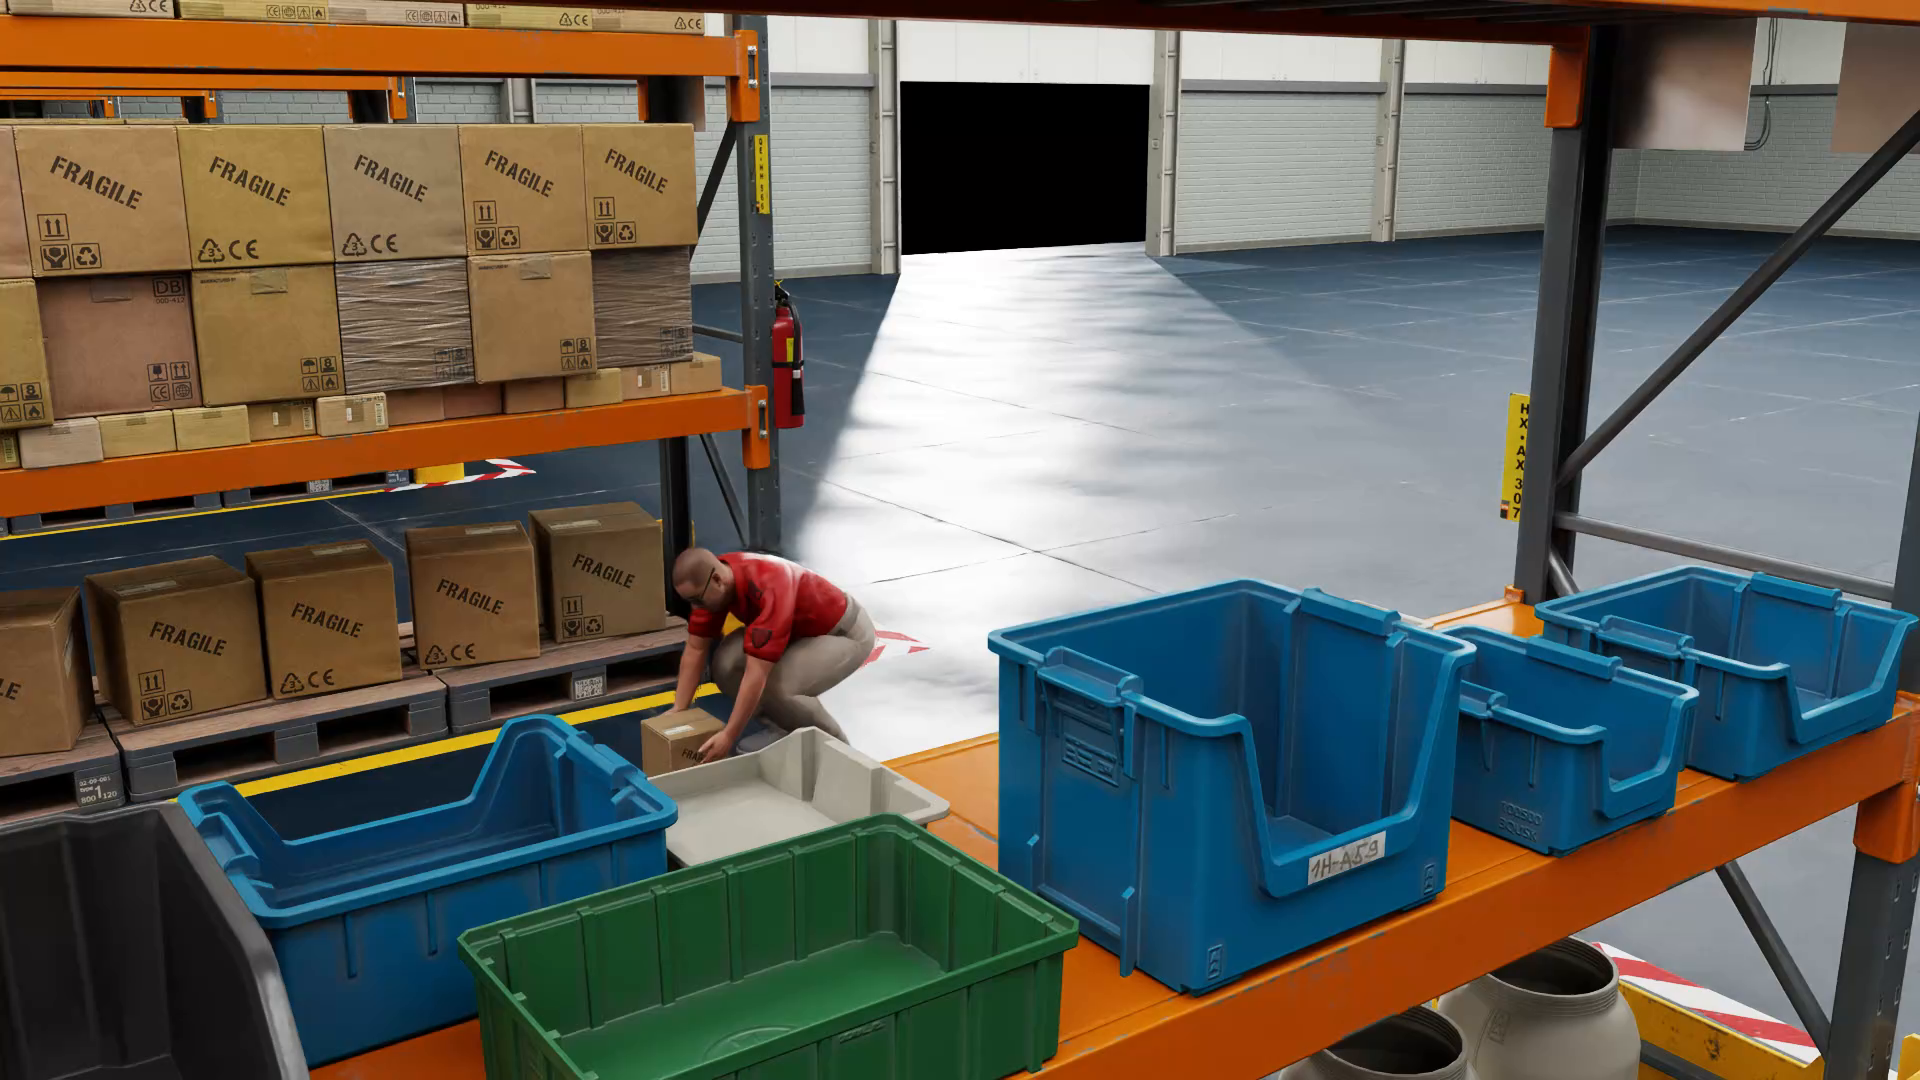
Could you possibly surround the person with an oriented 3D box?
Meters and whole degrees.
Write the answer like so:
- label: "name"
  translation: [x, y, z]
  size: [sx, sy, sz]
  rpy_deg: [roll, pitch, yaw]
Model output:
- label: "person"
  translation: [-0.730, 0.434, 6.429]
  size: [0.879, 0.949, 0.559]
  rpy_deg: [-10, 18, -35]
